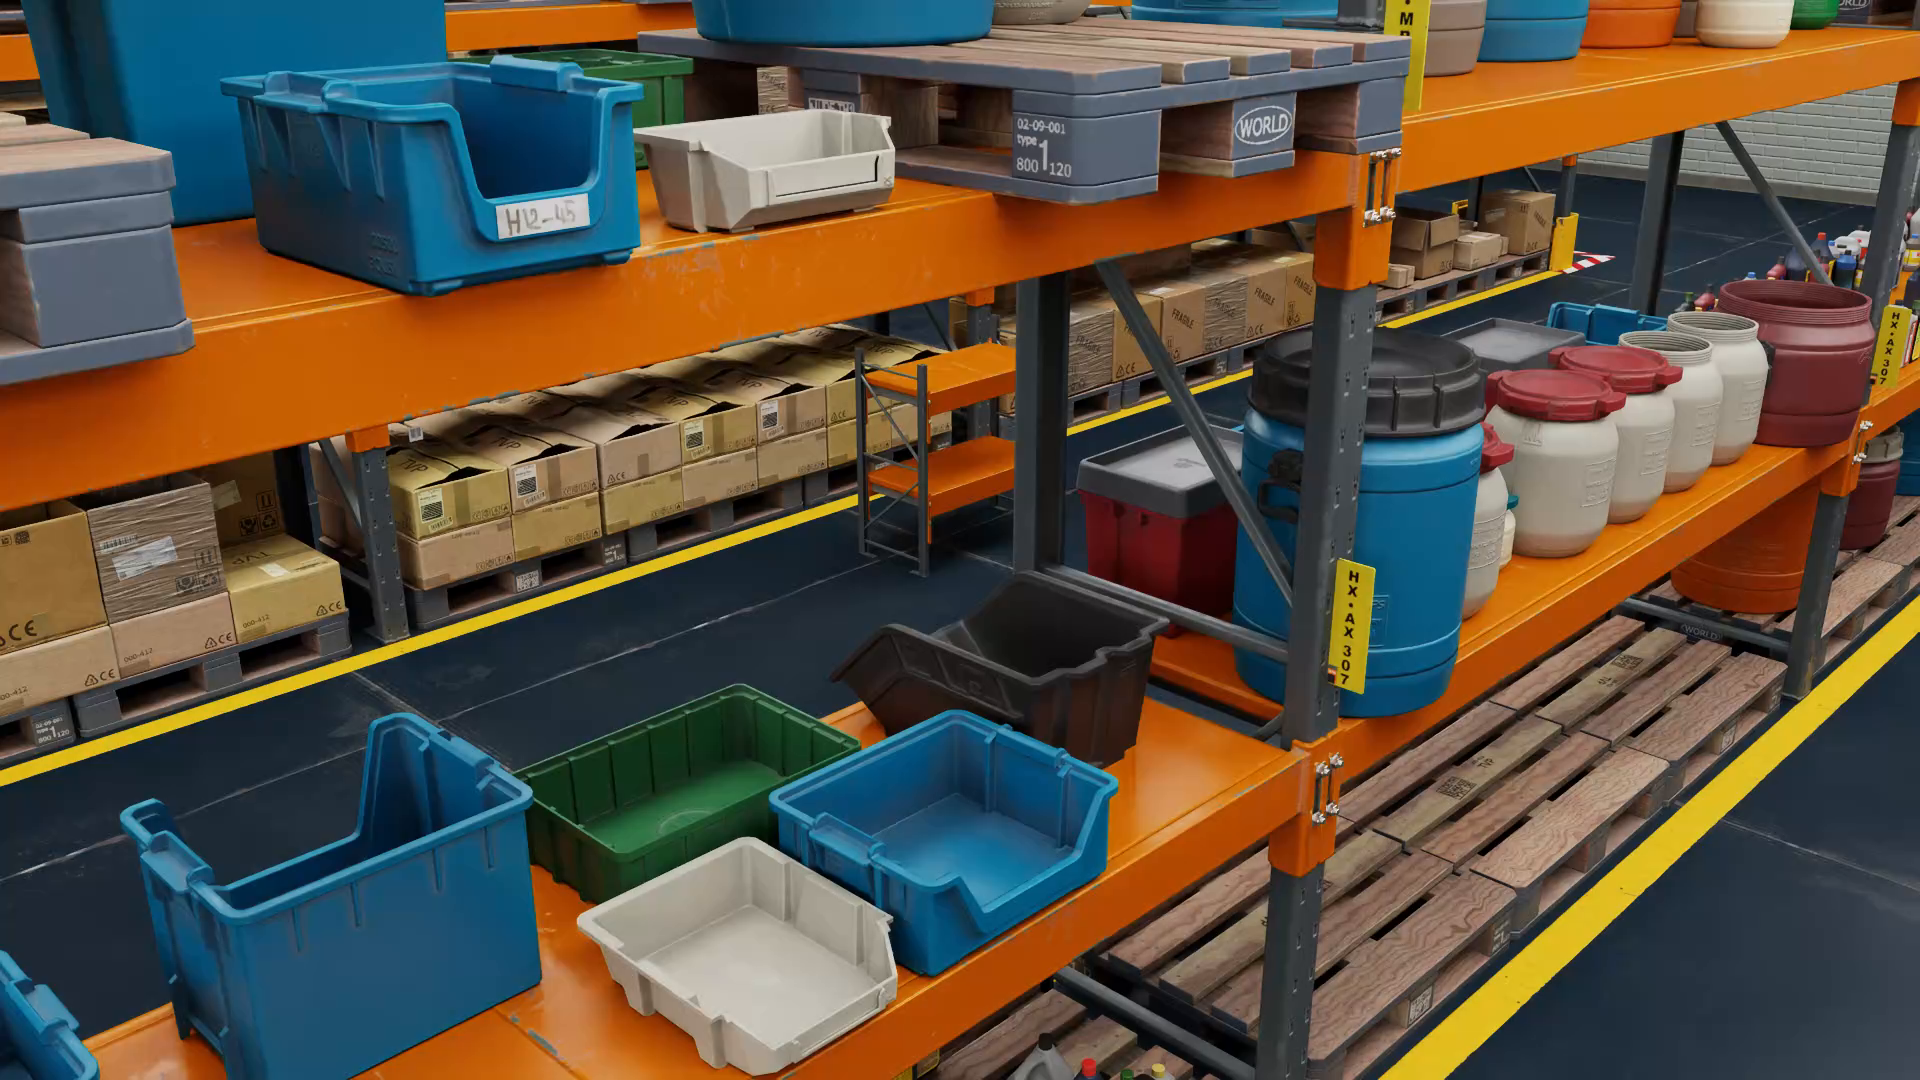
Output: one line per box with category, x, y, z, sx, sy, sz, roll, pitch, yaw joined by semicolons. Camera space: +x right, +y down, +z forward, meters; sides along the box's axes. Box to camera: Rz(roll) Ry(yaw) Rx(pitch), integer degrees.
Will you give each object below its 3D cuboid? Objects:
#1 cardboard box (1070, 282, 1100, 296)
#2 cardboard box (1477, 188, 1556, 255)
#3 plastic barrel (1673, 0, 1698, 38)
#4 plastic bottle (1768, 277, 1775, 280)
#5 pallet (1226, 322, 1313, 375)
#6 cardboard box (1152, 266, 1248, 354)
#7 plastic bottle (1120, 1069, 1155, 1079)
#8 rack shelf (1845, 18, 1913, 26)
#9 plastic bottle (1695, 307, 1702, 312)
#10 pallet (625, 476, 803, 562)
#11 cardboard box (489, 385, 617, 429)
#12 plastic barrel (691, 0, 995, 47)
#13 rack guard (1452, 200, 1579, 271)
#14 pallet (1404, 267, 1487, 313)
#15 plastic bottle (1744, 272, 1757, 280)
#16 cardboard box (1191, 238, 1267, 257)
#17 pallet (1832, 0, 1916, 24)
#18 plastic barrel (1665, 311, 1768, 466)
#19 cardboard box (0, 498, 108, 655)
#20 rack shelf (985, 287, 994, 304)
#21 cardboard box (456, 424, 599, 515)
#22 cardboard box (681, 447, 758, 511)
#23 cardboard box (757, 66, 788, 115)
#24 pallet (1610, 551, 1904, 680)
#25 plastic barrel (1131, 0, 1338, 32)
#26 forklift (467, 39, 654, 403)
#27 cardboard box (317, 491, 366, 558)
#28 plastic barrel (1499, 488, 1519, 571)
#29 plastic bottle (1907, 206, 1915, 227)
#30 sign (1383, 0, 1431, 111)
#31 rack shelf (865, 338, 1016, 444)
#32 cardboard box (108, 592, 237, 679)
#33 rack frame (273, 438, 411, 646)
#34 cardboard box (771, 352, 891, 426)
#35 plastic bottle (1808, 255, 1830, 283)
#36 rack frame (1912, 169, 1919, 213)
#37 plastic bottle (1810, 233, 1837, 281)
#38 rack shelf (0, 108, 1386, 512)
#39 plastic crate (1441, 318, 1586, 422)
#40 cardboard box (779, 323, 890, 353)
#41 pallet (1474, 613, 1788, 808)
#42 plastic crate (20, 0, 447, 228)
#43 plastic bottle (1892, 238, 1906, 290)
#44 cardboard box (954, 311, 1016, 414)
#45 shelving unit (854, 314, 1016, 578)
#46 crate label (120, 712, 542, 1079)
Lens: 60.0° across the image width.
cardboard box;0.636;-1.544;11.782;0.500;0.500;0.500;18;27;39
cardboard box;5.168;-2.967;15.484;0.500;0.500;0.500;19;28;41
plastic barrel;2.608;-2.310;6.024;0.600;0.901;0.600;0;21;0
plastic bottle;4.043;-1.210;8.320;0.097;0.201;0.097;0;21;0
pallet;2.040;-1.582;12.895;1.003;0.211;1.213;19;28;41
cardboard box;1.741;-1.688;12.156;0.500;0.500;0.500;20;29;41
plastic bottle;0.447;1.464;4.257;0.133;0.283;0.061;-18;28;-39
rack shelf;4.732;-2.411;7.989;1.077;0.370;4.000;19;28;41
plastic bottle;3.407;-0.976;7.710;0.097;0.201;0.097;0;21;0
pallet;-1.663;-0.258;9.452;1.003;0.211;1.213;19;28;41
cardboard box;-2.215;-0.658;9.072;0.500;0.311;0.500;19;28;40
plastic barrel;-0.225;-1.406;3.086;0.600;0.901;0.708;19;28;41
rack guard;5.318;-2.944;16.036;1.175;0.500;0.348;19;28;41
pallet;3.912;-2.291;14.742;1.003;0.211;1.213;19;28;41
plastic bottle;3.839;-1.168;8.112;0.097;0.271;0.097;0;21;0
cardboard box;2.069;-2.077;13.168;0.500;0.500;0.500;18;27;38
pallet;3.940;-2.317;7.004;1.003;0.211;1.213;19;28;41
plastic barrel;2.772;-0.567;6.213;0.421;0.512;0.421;0;21;0
cardboard box;-3.870;0.121;6.781;0.500;0.500;0.500;19;28;41
rack shelf;1.186;-2.252;11.755;1.077;0.370;4.000;19;28;41
cardboard box;-2.180;-0.391;8.376;0.500;0.311;0.500;19;28;40
cardboard box;-1.469;-0.395;9.168;0.500;0.250;0.500;-20;28;-41
cardboard box;-1.818;-4.093;14.961;0.500;0.500;0.500;19;28;41
pallet;3.857;0.256;8.115;1.003;0.211;1.213;19;28;41
plastic barrel;0.746;-1.624;4.239;0.600;0.901;0.708;19;28;41
forklift;-2.473;-2.498;11.488;1.130;2.935;3.031;15;26;34
cardboard box;-2.918;-0.137;8.497;0.500;0.250;0.500;19;28;40
plastic barrel;1.580;-0.042;5.195;0.301;0.262;0.301;0;21;0
plastic bottle;5.566;-1.819;9.789;0.061;0.283;0.133;19;28;41
sign;0.933;-1.068;3.480;0.100;0.325;0.005;19;28;41
rack shelf;0.005;-0.800;8.772;0.538;0.278;1.000;19;28;41
cardboard box;-3.523;0.342;7.251;0.500;0.250;0.500;19;28;41
rack frame;-3.000;-1.045;7.613;1.000;3.000;0.127;19;28;41
cardboard box;-0.756;-0.916;9.743;0.500;0.311;0.500;19;28;40
plastic bottle;4.343;-1.294;8.424;0.061;0.283;0.133;19;28;41
rack frame;6.127;-1.861;9.736;1.000;3.000;0.127;19;28;41
plastic bottle;4.473;-1.427;8.674;0.144;0.351;0.185;19;28;41
rack shelf;-0.849;-0.355;2.639;1.077;0.370;4.000;19;28;41
plastic crate;1.990;-0.524;6.168;0.402;0.464;0.583;19;28;41
cardboard box;-0.785;-1.187;10.447;0.500;0.311;0.500;-19;28;-40
pallet;2.769;0.658;7.068;1.003;0.211;1.213;19;28;41
plastic crate;-1.130;-0.735;2.646;0.392;0.384;0.575;19;28;41
plastic bottle;4.994;-1.503;8.978;0.152;0.276;0.135;19;28;41
cardboard box;0.313;-1.158;10.776;0.500;0.500;0.500;-19;28;-40
shelving unit;0.005;-0.527;8.877;0.538;1.125;1.048;19;28;41
crate label;-1.154;0.666;3.111;0.502;0.435;0.616;19;28;41
